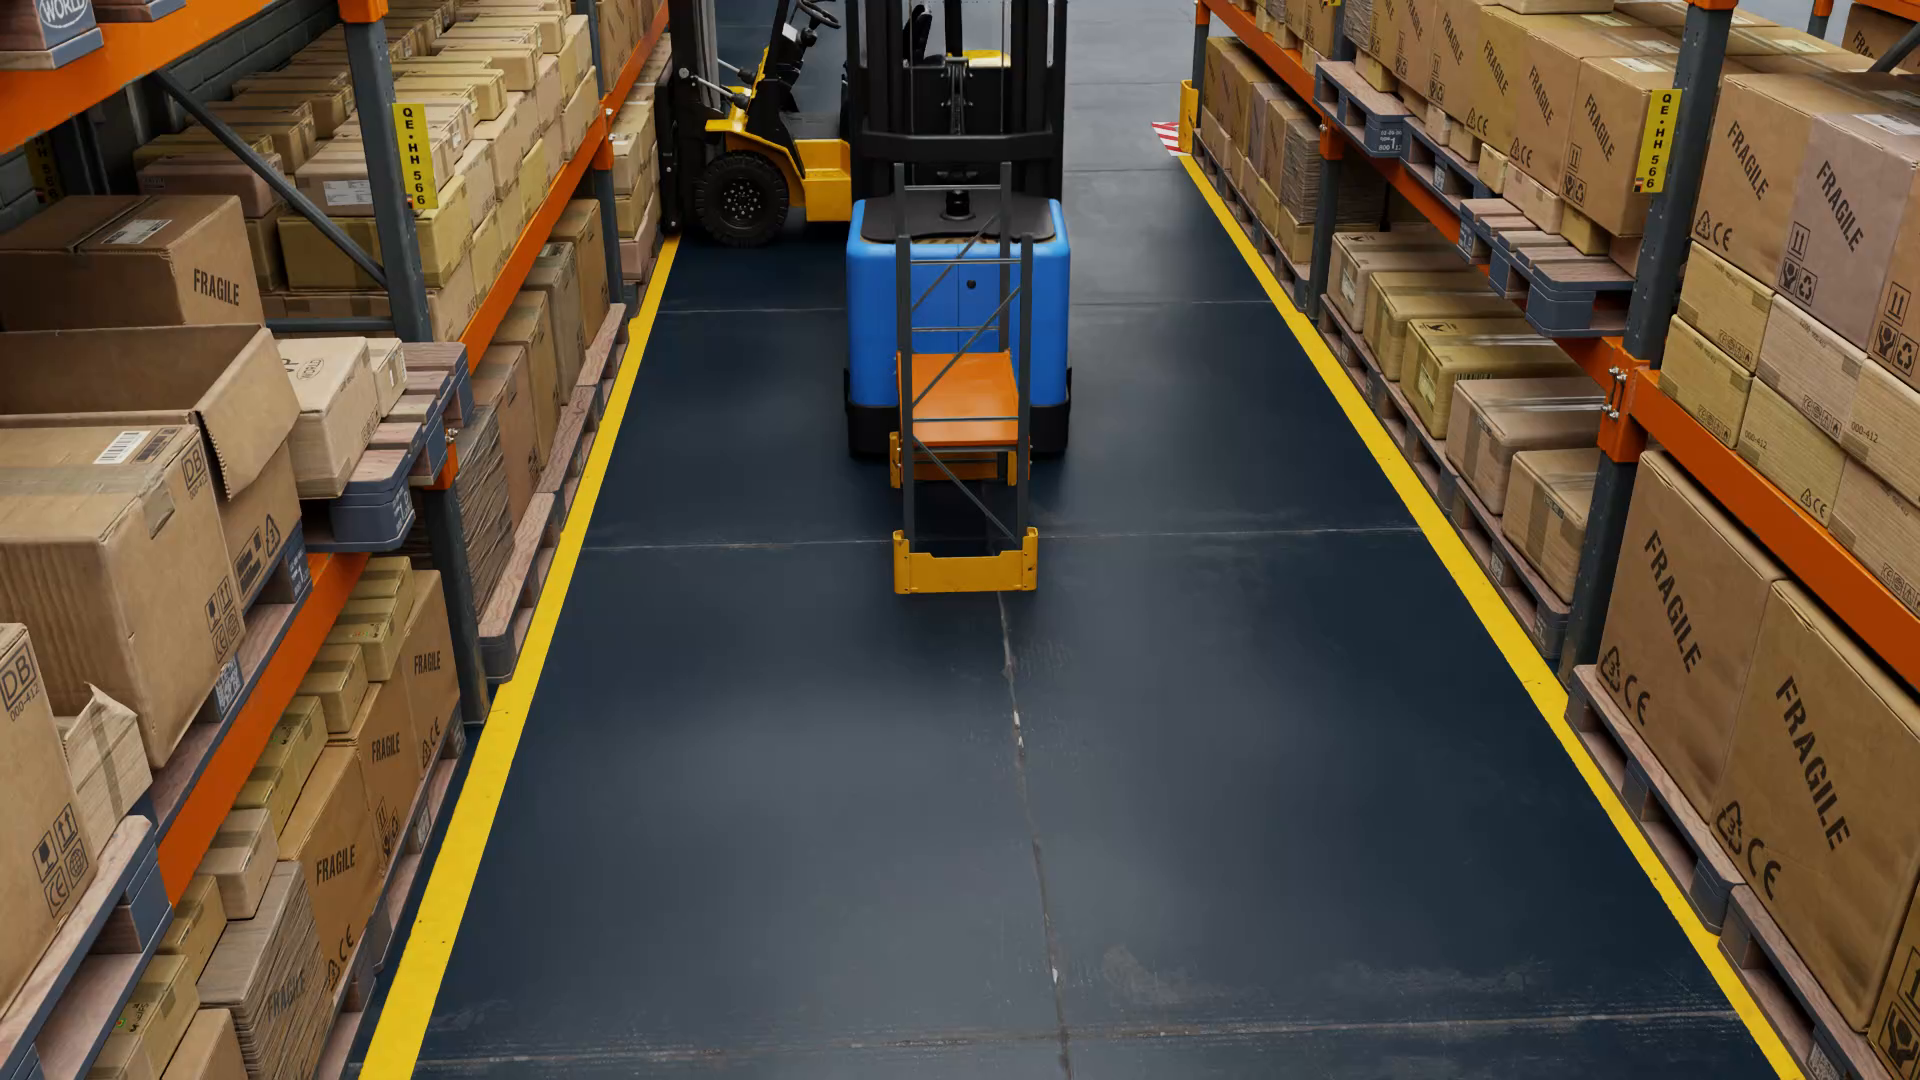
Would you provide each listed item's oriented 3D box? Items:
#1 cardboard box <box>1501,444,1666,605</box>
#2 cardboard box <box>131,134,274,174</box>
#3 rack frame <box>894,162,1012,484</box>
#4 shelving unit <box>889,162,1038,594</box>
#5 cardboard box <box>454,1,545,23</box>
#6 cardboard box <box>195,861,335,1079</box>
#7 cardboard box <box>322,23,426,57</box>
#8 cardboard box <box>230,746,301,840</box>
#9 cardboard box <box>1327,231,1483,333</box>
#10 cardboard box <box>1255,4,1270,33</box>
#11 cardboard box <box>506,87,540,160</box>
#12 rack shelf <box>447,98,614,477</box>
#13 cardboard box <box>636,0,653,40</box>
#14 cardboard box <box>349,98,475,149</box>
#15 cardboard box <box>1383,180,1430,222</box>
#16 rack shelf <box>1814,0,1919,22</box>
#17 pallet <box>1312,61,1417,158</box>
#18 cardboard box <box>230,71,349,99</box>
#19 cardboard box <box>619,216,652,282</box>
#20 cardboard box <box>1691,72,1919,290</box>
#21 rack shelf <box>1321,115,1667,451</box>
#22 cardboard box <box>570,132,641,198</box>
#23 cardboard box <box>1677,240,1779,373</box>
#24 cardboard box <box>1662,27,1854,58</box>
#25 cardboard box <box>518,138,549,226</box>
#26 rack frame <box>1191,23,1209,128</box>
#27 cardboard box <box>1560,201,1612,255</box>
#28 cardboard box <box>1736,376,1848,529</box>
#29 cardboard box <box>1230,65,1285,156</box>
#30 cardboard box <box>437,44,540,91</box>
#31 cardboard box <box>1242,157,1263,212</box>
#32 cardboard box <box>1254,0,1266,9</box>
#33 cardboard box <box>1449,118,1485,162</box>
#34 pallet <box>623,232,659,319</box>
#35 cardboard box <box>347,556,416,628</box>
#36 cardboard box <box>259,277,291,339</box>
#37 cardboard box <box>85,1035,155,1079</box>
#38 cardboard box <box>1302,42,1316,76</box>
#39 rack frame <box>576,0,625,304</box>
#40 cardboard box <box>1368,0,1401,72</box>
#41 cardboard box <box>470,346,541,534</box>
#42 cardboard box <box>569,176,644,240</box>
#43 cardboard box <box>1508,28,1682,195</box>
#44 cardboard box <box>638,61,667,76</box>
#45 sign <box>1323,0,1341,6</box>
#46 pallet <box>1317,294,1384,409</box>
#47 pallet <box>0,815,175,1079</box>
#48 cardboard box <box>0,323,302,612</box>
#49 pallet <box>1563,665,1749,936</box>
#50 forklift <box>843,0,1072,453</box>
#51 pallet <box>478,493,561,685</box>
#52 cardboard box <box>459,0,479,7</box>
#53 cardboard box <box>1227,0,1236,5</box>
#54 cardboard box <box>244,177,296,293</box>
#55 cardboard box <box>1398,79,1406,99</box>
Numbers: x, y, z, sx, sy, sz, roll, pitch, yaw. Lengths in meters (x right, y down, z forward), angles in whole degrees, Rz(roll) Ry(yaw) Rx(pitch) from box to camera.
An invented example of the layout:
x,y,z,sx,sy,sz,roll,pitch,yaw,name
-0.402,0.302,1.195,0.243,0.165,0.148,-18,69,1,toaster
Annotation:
x,y,z,sx,sy,sz,roll,pitch,yaw,name
2.728,-0.080,6.547,0.950,0.372,0.625,-3,28,-6,cardboard box
-2.554,-1.272,5.635,0.380,0.149,0.250,-1,28,-1,cardboard box
-0.031,-0.939,7.429,0.500,1.500,0.032,-1,28,-3,rack frame
-0.004,-0.700,6.971,0.587,1.500,1.083,-1,28,-3,shelving unit
-2.187,-2.470,7.932,0.380,0.149,0.250,-1,28,-3,cardboard box
-1.881,1.148,4.053,0.500,0.500,0.500,-2,28,-4,cardboard box
-2.618,-2.214,7.442,0.380,0.149,0.250,-1,28,-3,cardboard box
-1.934,0.667,4.276,0.380,0.149,0.250,-2,28,-3,cardboard box
2.569,-1.424,9.124,0.950,0.372,0.625,-1,28,-2,cardboard box
2.128,-3.381,10.760,0.380,0.149,0.250,-1,28,-2,cardboard box
-2.075,-1.751,6.985,0.500,0.250,0.500,-1,28,-2,cardboard box
-2.314,-1.281,7.240,1.077,0.370,4.000,-1,28,-3,rack shelf
-2.257,-3.486,10.581,0.500,0.500,0.500,-1,28,-2,cardboard box
-2.012,-1.524,6.119,0.380,0.149,0.250,-1,28,-2,cardboard box
2.777,-2.223,9.978,0.500,0.500,0.500,0,28,0,cardboard box
7.372,-3.416,11.333,1.077,0.370,4.000,-1,28,-3,rack shelf
2.433,-2.203,8.438,1.003,0.211,1.213,-1,28,-3,pallet
-2.621,-1.740,6.533,0.380,0.149,0.250,-2,28,-3,cardboard box
-2.113,-1.722,9.827,0.500,0.250,0.500,-1,28,-2,cardboard box
2.529,-1.052,4.833,0.500,0.500,0.500,-2,28,-4,cardboard box
2.643,-1.402,7.473,1.077,0.370,4.000,-1,28,-3,rack shelf
-2.130,-2.165,9.595,0.500,0.250,0.500,-2,28,-3,cardboard box
2.527,-0.713,4.995,0.500,0.250,0.500,-2,28,-3,cardboard box
2.921,-1.614,6.217,0.500,0.500,0.500,0,28,0,cardboard box
-2.069,-1.530,7.102,0.500,0.250,0.500,-1,28,-1,cardboard box
2.330,-4.492,12.619,1.000,3.000,0.127,-1,28,-3,rack frame
2.409,-1.140,6.010,0.380,0.149,0.250,-1,28,-2,cardboard box
2.566,-0.262,4.672,0.500,0.250,0.500,-2,28,-4,cardboard box
2.147,-2.928,11.329,0.500,0.500,0.500,-1,28,-2,cardboard box
-1.991,-1.993,7.018,0.380,0.149,0.250,-2,28,-4,cardboard box
2.180,-2.359,11.049,0.500,0.250,0.500,-1,28,-2,cardboard box
2.170,-3.734,10.736,0.500,0.500,0.500,-2,28,-4,cardboard box
2.335,-1.732,7.144,0.380,0.149,0.250,-2,28,-4,cardboard box
-2.418,-1.655,10.195,1.003,0.211,1.213,-1,28,-3,pallet
-1.930,0.180,5.208,0.380,0.149,0.250,-3,28,-5,cardboard box
-2.488,-0.811,5.724,0.500,0.250,0.500,-2,28,-4,cardboard box
-1.873,1.147,3.355,0.380,0.149,0.250,-1,28,-3,cardboard box
2.198,-2.790,9.627,0.380,0.149,0.250,-1,28,-1,cardboard box
-2.418,-2.523,8.844,1.000,3.000,0.127,-1,28,-3,rack frame
2.303,-2.553,8.017,0.500,0.500,0.500,-1,28,-2,cardboard box
-2.270,-0.399,6.886,0.875,0.625,0.625,-1,28,-1,cardboard box
-2.135,-1.943,9.710,0.500,0.250,0.500,-2,28,-3,cardboard box
2.408,-1.602,6.194,0.500,0.500,0.500,-2,28,-3,cardboard box
-2.223,-3.107,11.402,0.500,0.250,0.500,-1,28,-2,cardboard box
1.997,-3.012,8.845,0.100,0.325,0.005,-1,28,-3,sign
2.581,-1.049,9.033,1.003,0.211,1.213,-1,28,-3,pallet
-1.933,0.885,2.518,1.003,0.211,1.213,-1,28,-3,pallet
-1.939,-0.159,3.745,0.797,0.503,0.637,-2,28,-4,cardboard box
2.713,0.805,5.479,1.003,0.211,1.213,-1,28,-3,pallet
-0.020,-2.348,8.582,1.130,2.935,3.031,0,28,0,forklift
-2.213,0.179,6.678,1.003,0.211,1.213,-1,28,-3,pallet
-2.614,-2.688,8.350,0.380,0.149,0.250,-2,28,-4,cardboard box
2.068,-3.860,11.679,0.380,0.149,0.250,-1,28,-2,cardboard box
-2.510,-1.032,5.607,0.500,0.250,0.500,-1,28,-2,cardboard box
2.347,-2.212,8.066,0.380,0.149,0.250,0,28,1,cardboard box
